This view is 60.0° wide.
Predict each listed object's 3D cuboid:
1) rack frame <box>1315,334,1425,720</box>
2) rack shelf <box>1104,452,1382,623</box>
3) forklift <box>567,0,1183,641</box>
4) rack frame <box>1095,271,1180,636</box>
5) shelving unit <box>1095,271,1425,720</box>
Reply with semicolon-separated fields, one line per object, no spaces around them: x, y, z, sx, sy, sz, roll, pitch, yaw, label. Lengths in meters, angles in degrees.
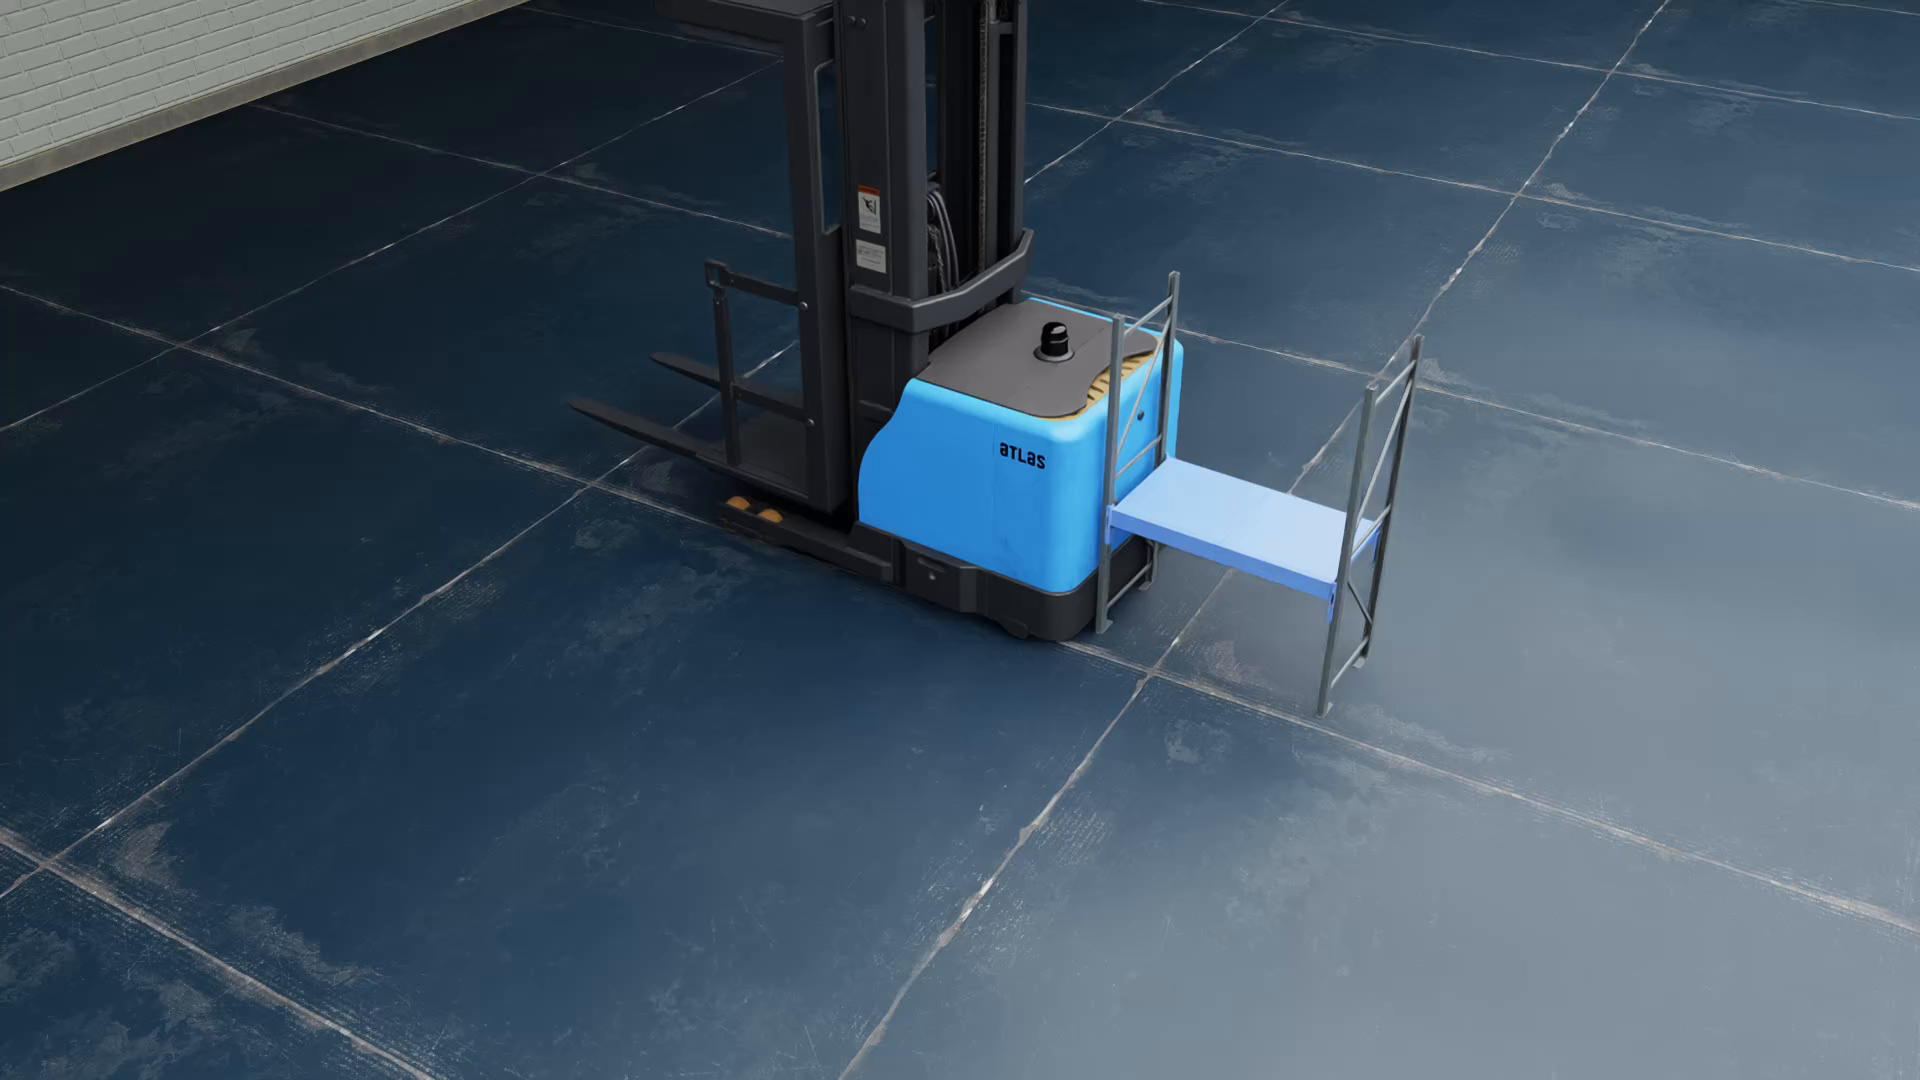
1.578;-0.023;6.431;0.032;1.500;0.500;20;39;27;rack frame
1.154;-0.028;6.764;1.000;0.185;0.538;20;39;27;rack shelf
-0.539;-1.418;7.235;3.031;2.935;1.130;20;39;27;forklift
0.730;-0.334;6.898;0.032;1.500;0.500;20;39;27;rack frame
1.154;-0.178;6.664;1.048;1.500;0.538;20;39;27;shelving unit
